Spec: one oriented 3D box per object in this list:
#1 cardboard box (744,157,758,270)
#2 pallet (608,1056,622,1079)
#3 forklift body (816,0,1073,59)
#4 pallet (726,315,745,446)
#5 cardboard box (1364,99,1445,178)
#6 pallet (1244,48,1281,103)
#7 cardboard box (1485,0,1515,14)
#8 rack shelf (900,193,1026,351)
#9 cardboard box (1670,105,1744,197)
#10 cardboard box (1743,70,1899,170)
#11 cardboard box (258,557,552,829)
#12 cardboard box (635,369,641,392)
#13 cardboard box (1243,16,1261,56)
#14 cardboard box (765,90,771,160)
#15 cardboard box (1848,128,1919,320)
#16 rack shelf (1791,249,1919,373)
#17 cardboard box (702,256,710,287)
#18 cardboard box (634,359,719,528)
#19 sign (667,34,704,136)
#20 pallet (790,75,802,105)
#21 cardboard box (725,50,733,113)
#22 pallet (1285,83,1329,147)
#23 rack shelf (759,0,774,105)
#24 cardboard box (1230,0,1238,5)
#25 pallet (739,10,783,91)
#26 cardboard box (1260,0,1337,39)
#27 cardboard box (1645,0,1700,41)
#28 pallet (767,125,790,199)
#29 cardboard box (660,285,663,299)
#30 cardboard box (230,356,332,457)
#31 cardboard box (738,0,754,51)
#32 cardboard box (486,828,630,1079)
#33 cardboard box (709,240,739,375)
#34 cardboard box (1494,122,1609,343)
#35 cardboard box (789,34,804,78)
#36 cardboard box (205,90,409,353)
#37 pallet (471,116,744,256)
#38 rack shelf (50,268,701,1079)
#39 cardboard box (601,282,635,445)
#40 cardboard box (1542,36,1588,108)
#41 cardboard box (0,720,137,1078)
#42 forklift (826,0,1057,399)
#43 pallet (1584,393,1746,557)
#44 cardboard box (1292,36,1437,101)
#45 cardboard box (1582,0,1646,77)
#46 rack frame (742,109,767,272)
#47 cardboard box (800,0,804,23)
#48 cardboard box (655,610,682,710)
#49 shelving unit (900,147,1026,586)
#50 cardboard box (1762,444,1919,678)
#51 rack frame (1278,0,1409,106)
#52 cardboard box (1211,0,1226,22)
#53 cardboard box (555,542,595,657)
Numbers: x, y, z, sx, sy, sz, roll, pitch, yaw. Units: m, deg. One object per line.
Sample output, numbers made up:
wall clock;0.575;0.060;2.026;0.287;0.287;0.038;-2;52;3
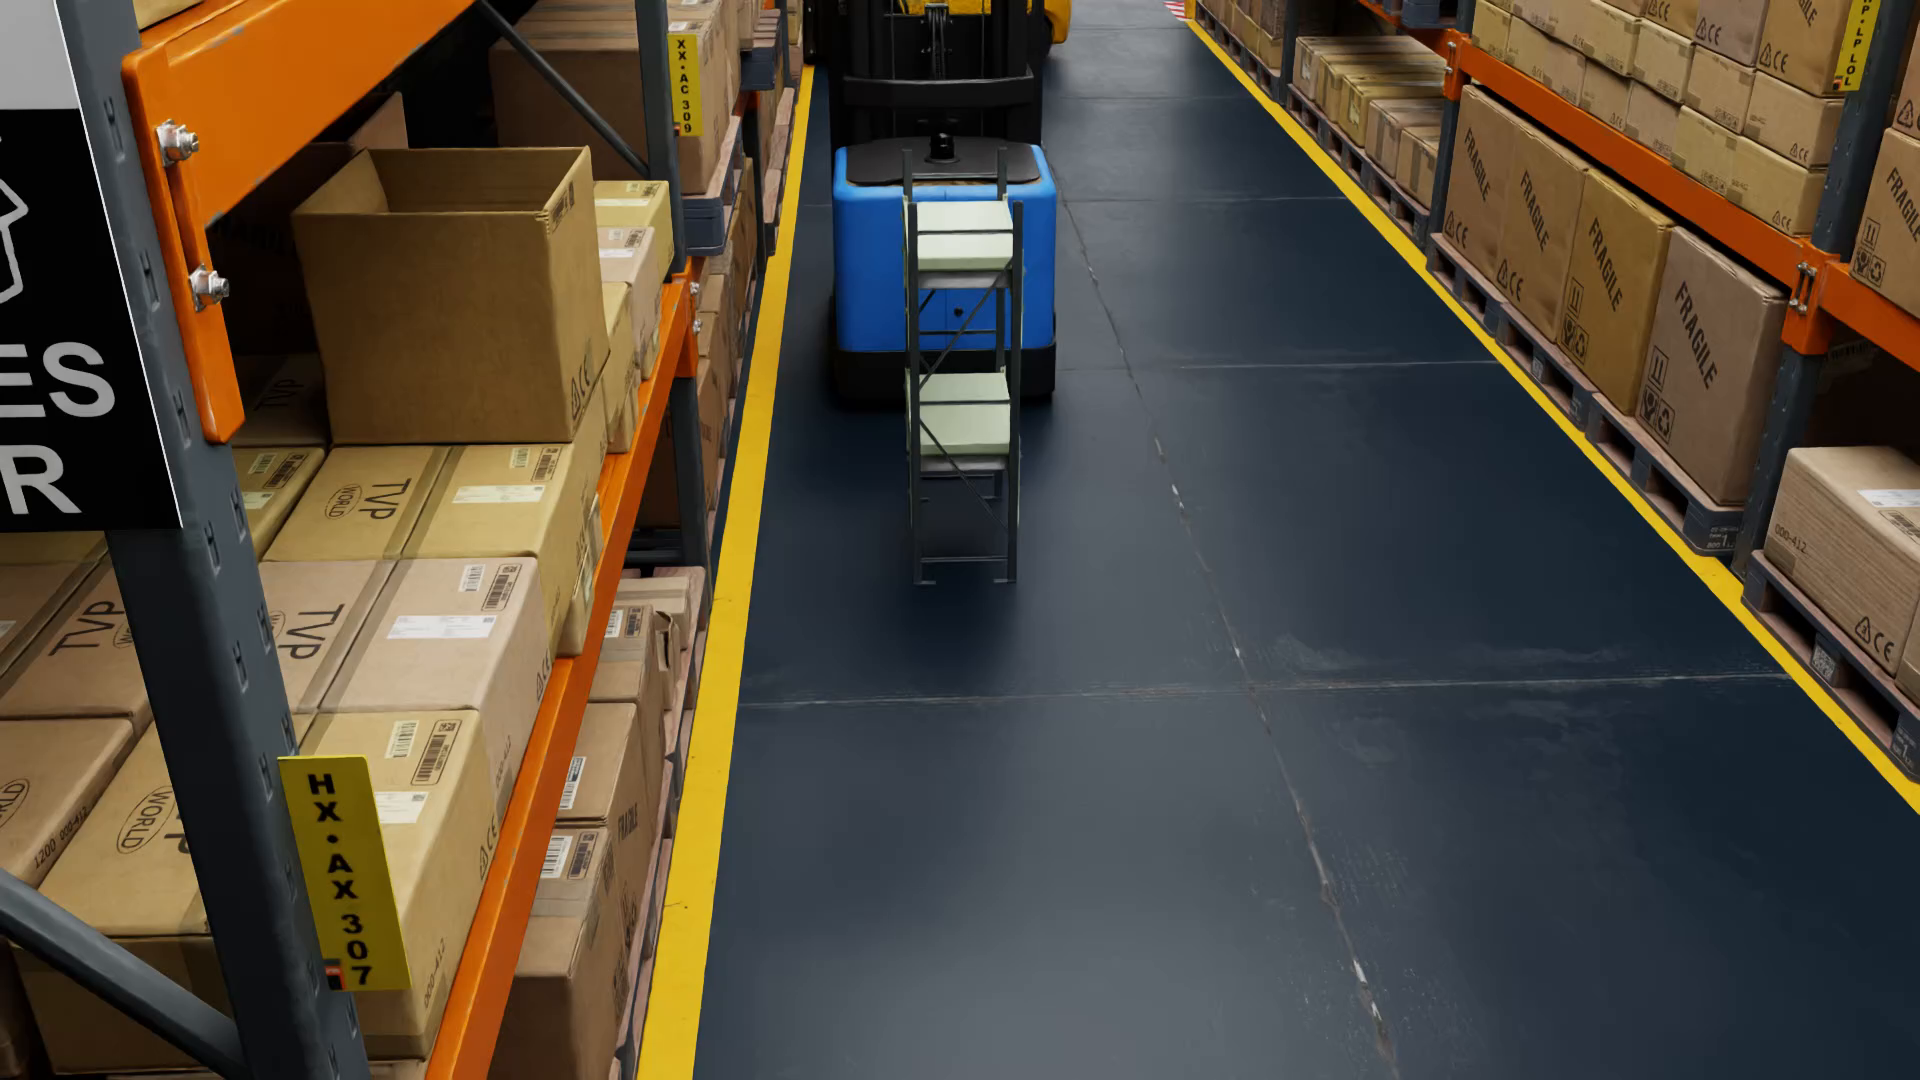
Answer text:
cardboard box;-1.408;-1.810;9.225;0.500;0.500;0.500;-1;28;-1
pallet;-1.273;1.606;3.443;1.003;0.211;1.213;-1;28;-3
forklift body;-0.141;-5.408;14.794;2.313;2.155;1.214;-1;28;-3
pallet;-1.582;-0.778;8.013;1.003;0.211;1.213;-1;28;-3
cardboard box;3.246;-2.666;11.006;0.950;0.372;0.625;-2;28;-4
pallet;3.033;-3.964;14.121;1.003;0.211;1.213;-1;28;-3
cardboard box;3.092;-2.959;8.801;0.500;0.250;0.500;-2;28;-3
rack shelf;0.000;-1.014;6.229;0.431;0.370;0.720;-1;28;-3
cardboard box;3.221;-1.566;6.671;0.500;0.250;0.500;-2;28;-3
cardboard box;3.255;-1.549;6.098;0.500;0.250;0.500;-1;28;-3
cardboard box;-1.008;0.258;2.851;0.500;0.250;0.500;-1;28;-2
cardboard box;-1.107;-0.461;4.662;0.380;0.149;0.250;-1;28;-1
cardboard box;2.766;-4.370;14.404;0.500;0.250;0.500;-2;28;-4
cardboard box;-1.741;-2.956;11.288;0.875;0.625;0.625;-2;28;-5
cardboard box;3.284;-1.017;5.349;0.500;0.500;0.500;-1;28;-1
rack shelf;3.626;0.046;4.195;1.077;0.370;4.000;-1;28;-3
cardboard box;-1.319;-1.214;7.381;0.380;0.149;0.250;0;28;-1
cardboard box;-1.236;-0.381;6.486;0.500;0.500;0.500;0;28;0
sign;-0.894;-1.475;5.398;0.100;0.325;0.005;-1;28;-3
pallet;-1.853;-3.901;14.001;1.003;0.211;1.213;-1;28;-3
cardboard box;-1.125;-1.852;6.749;0.396;0.266;0.258;0;28;0
pallet;3.146;-3.295;12.839;1.003;0.211;1.213;-1;28;-3
rack shelf;-1.749;-3.526;11.046;1.077;0.370;4.000;-1;28;-3
cardboard box;2.712;-5.174;15.135;0.500;0.500;0.500;-1;28;-2
pallet;-1.539;-2.525;8.556;1.213;0.211;1.003;-1;28;-3
cardboard box;2.805;-4.457;13.760;0.500;0.500;0.500;-2;28;-3
cardboard box;3.206;-2.357;6.837;0.500;0.500;0.500;-1;28;-1
pallet;-1.709;-2.629;11.562;1.003;0.211;1.213;-1;28;-3
cardboard box;-1.167;-0.822;5.354;0.380;0.149;0.250;-1;28;-2
cardboard box;-1.590;-0.207;3.744;0.500;0.250;0.500;-1;28;-3
cardboard box;-1.266;-2.562;8.127;0.500;0.250;0.500;-3;28;-5
cardboard box;-1.170;1.014;3.811;0.700;0.500;0.500;0;28;-1
cardboard box;-1.316;-1.097;7.859;0.500;0.500;0.500;-2;28;-4
cardboard box;3.308;-1.555;8.330;0.875;0.875;0.875;-1;28;-2
cardboard box;-1.548;-3.968;13.633;0.500;0.250;0.500;-1;28;-2
cardboard box;-1.623;-0.778;4.028;0.500;0.500;0.500;-2;28;-4
pallet;-1.368;-1.361;6.324;1.003;0.211;1.213;-1;28;-3
rack shelf;-1.331;0.168;3.962;1.077;0.370;4.000;-1;28;-3
cardboard box;-1.112;-0.449;4.208;0.500;0.250;0.500;-2;28;-3
cardboard box;3.153;-2.266;8.013;0.500;0.250;0.500;0;28;-1
cardboard box;-1.516;0.501;2.386;0.500;0.250;0.500;-1;28;-1
forklift;-0.137;-2.609;8.583;1.130;2.935;3.031;-1;28;-2
pallet;3.406;-0.314;7.124;1.003;0.211;1.213;-1;28;-3
cardboard box;3.133;-3.670;12.930;0.950;0.372;0.625;-1;28;-2
cardboard box;3.145;-2.255;7.451;0.500;0.250;0.500;-1;28;-2
rack frame;-1.644;-2.922;9.108;1.000;3.000;0.127;-1;28;-3
cardboard box;-1.613;-4.654;14.407;0.500;0.250;0.500;-2;28;-3
cardboard box;-1.094;0.367;5.306;0.396;0.266;0.258;0;28;-1
shelving unit;0.000;-0.668;6.409;0.431;1.500;0.755;-1;28;-3
cardboard box;3.447;0.046;5.734;0.875;0.438;0.875;-2;28;-3
rack frame;3.103;-4.891;12.883;1.000;3.000;0.127;-1;28;-3
cardboard box;2.680;-5.090;15.784;0.500;0.250;0.500;0;28;-1
cardboard box;-0.987;0.129;3.530;0.380;0.149;0.250;-2;28;-4
